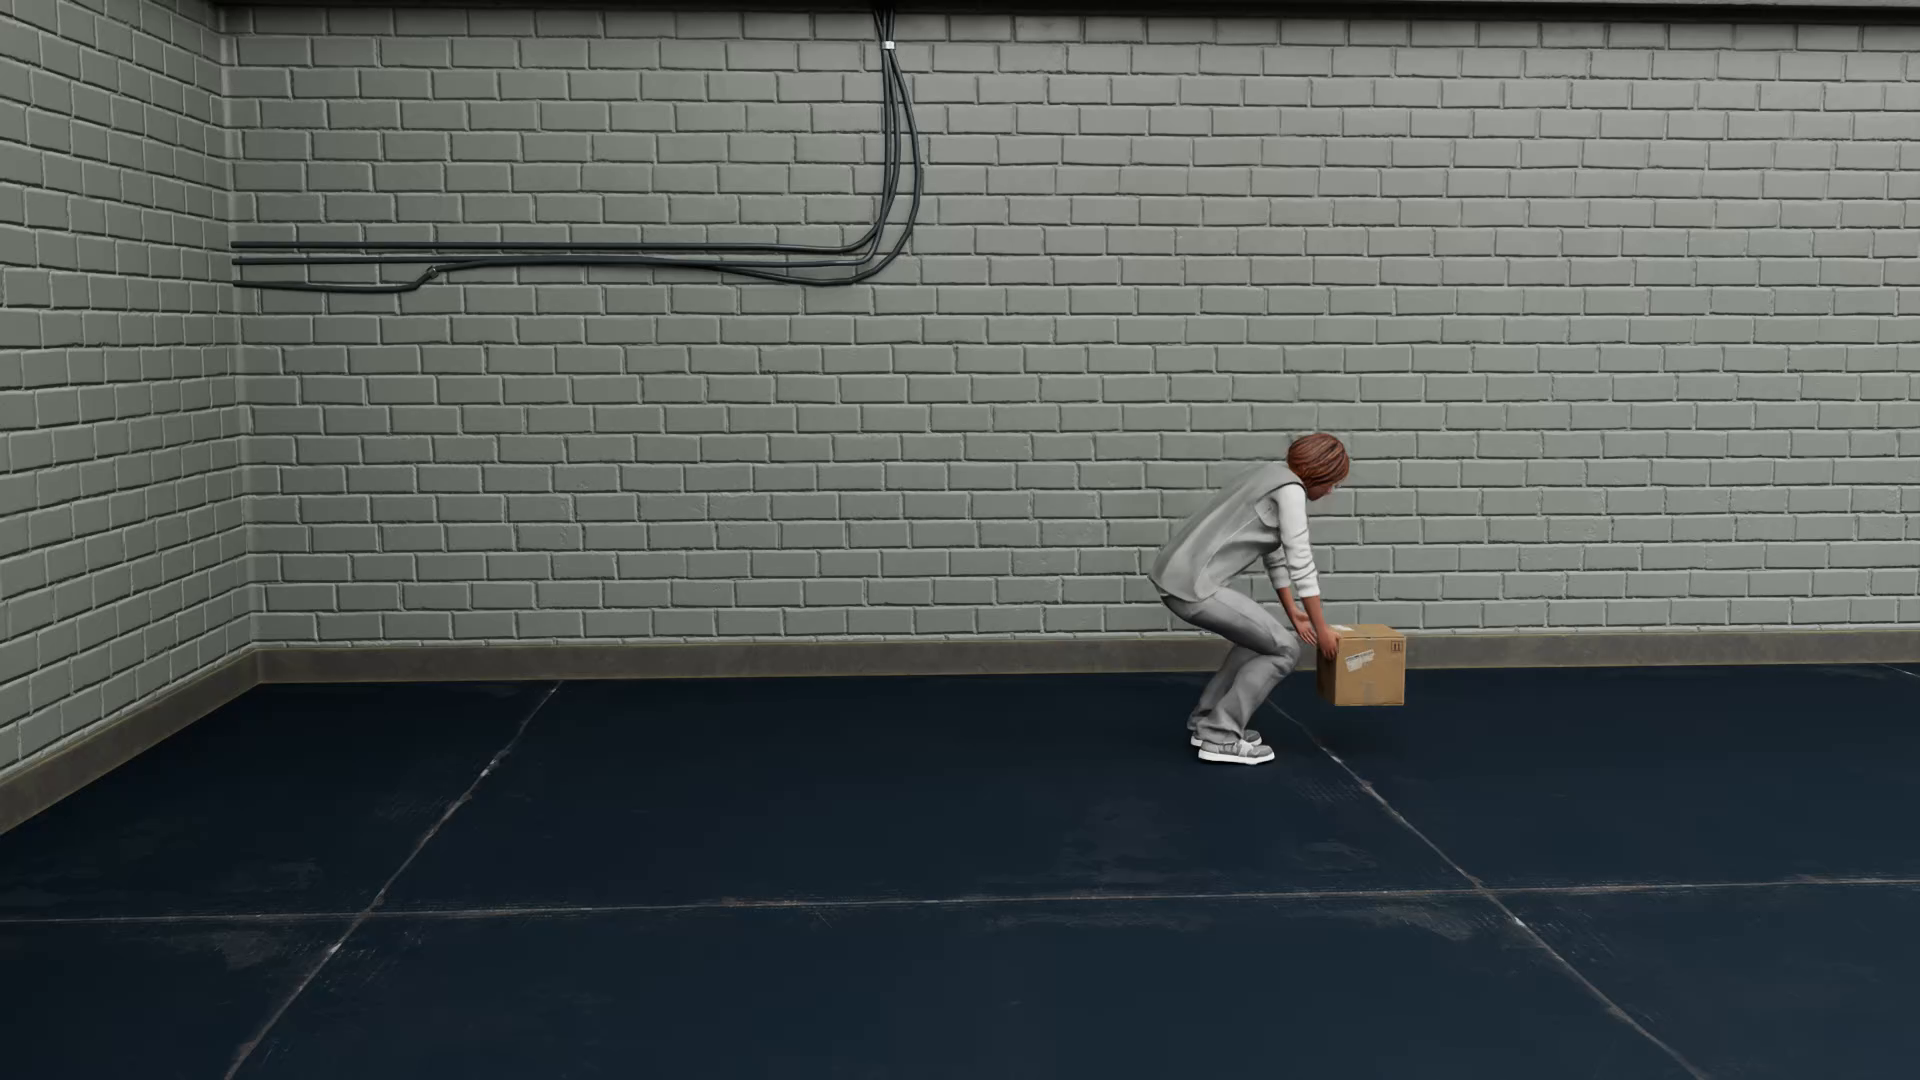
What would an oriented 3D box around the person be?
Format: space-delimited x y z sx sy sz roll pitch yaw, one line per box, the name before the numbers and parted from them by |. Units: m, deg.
person | 0.949 0.392 5.975 0.484 0.636 0.417 0 7 -4
